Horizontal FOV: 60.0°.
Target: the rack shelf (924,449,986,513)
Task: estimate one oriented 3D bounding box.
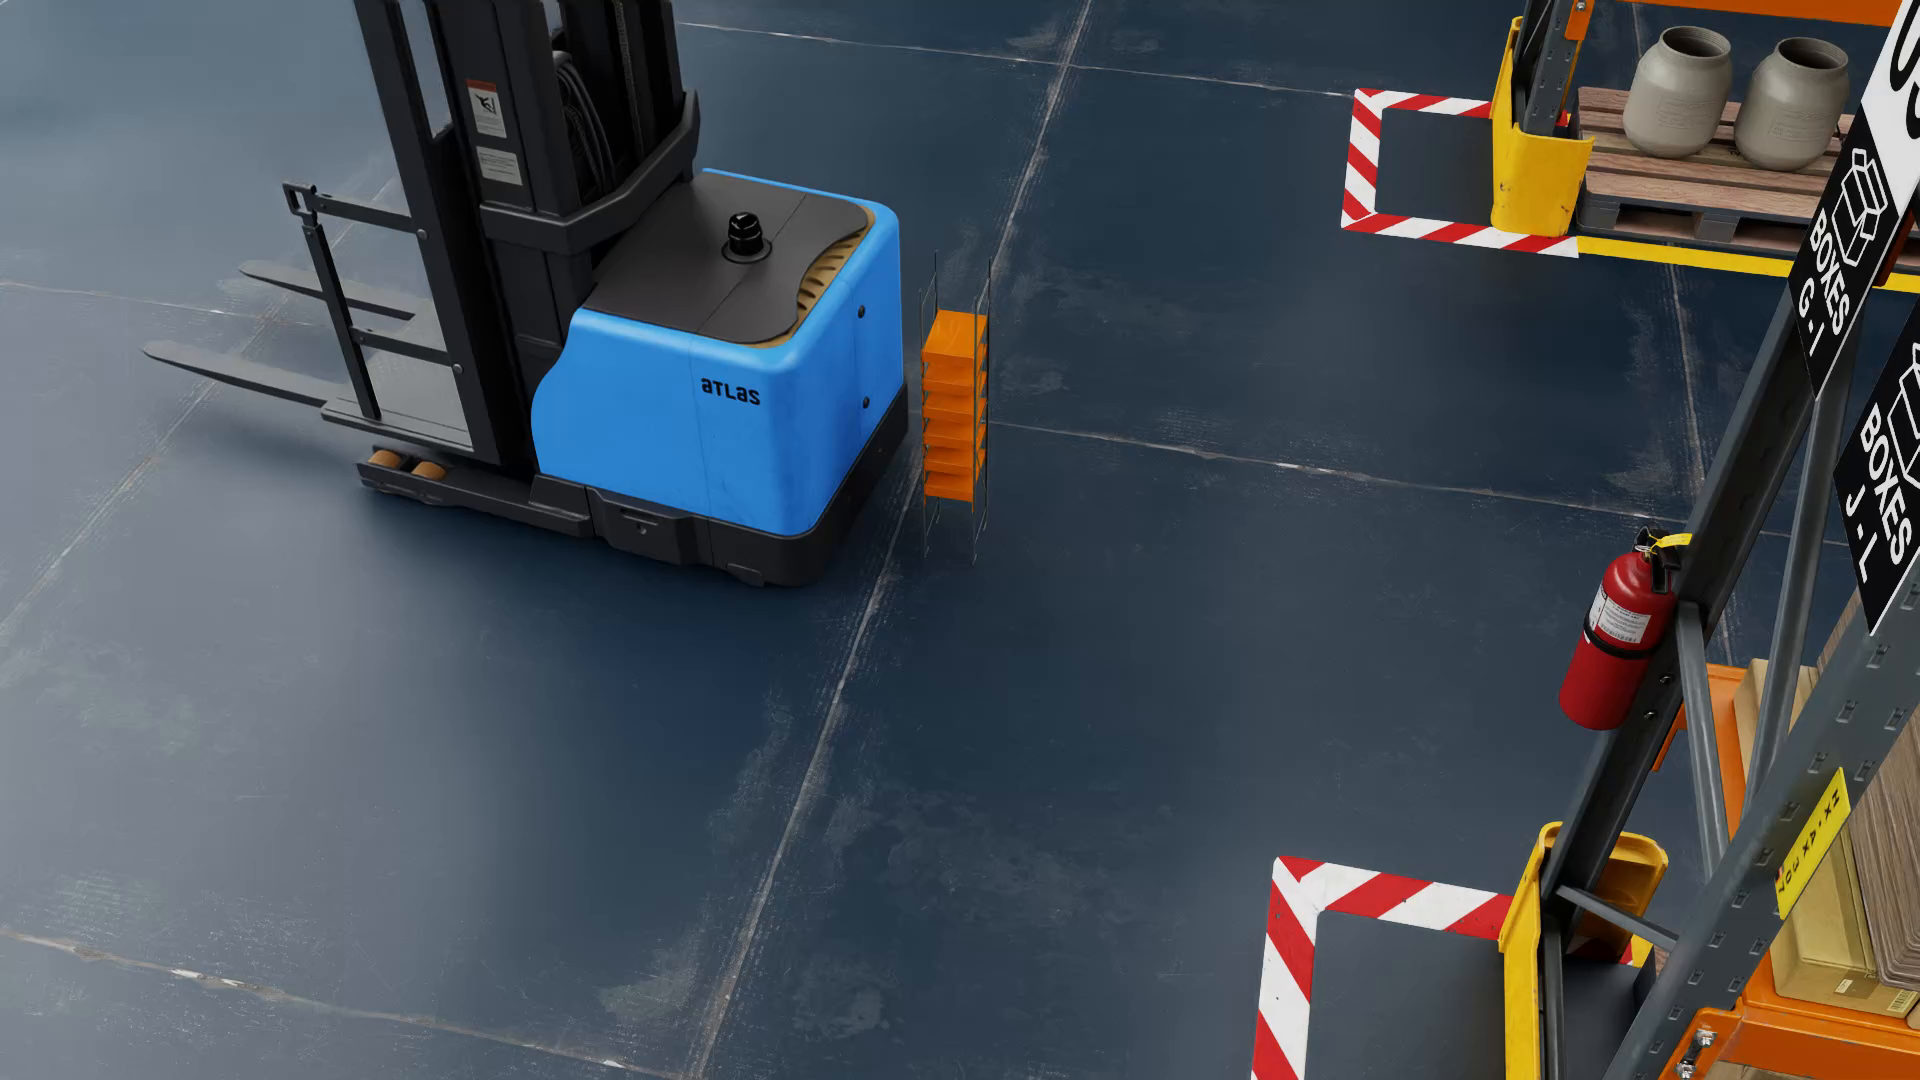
[{"bbox_3d":[-0.014,-0.230,6.033,0.180,0.103,0.258,9,45,9],"label":"rack shelf"}]

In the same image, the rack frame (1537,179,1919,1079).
[{"bbox_3d":[1.606,0.477,3.591,0.127,3.000,1.000,9,45,9],"label":"rack frame"}]

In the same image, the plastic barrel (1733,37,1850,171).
[{"bbox_3d":[3.836,-2.006,7.662,0.421,0.512,0.421,0,44,0],"label":"plastic barrel"}]

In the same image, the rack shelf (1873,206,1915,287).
[{"bbox_3d":[3.558,-0.041,2.486,4.000,0.370,1.077,9,45,9],"label":"rack shelf"}]

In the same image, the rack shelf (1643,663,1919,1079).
[{"bbox_3d":[3.558,1.039,3.526,4.000,0.370,1.077,9,45,9],"label":"rack shelf"}]

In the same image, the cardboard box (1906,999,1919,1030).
[{"bbox_3d":[2.072,0.823,3.413,0.250,0.149,0.380,9,45,9],"label":"cardboard box"}]

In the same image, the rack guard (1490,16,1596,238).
[{"bbox_3d":[2.772,-1.994,7.961,0.348,0.500,1.175,9,45,9],"label":"rack guard"}]

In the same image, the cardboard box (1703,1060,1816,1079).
[{"bbox_3d":[2.212,1.333,4.202,0.500,0.500,0.500,17,46,17],"label":"cardboard box"}]

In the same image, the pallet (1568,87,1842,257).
[{"bbox_3d":[3.564,-1.764,7.930,1.213,0.211,1.003,9,45,9],"label":"pallet"}]

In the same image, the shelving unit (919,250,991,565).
[{"bbox_3d":[-0.014,-0.434,5.836,0.189,1.200,0.258,9,45,9],"label":"shelving unit"}]

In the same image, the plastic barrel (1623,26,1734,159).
[{"bbox_3d":[3.347,-2.082,7.741,0.421,0.512,0.421,0,44,0],"label":"plastic barrel"}]

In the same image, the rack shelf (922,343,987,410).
[{"bbox_3d":[-0.014,-0.575,5.701,0.180,0.103,0.258,9,45,9],"label":"rack shelf"}]

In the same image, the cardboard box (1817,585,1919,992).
[{"bbox_3d":[2.137,0.436,3.347,0.500,0.500,0.875,9,45,9],"label":"cardboard box"}]

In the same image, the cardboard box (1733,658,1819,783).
[{"bbox_3d":[1.929,0.471,3.778,0.250,0.149,0.380,9,45,9],"label":"cardboard box"}]

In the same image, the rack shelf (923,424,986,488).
[{"bbox_3d":[-0.014,-0.316,5.950,0.180,0.103,0.258,9,45,9],"label":"rack shelf"}]

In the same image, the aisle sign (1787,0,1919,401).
[{"bbox_3d":[1.611,-0.672,2.910,0.004,0.787,0.394,9,45,9],"label":"aisle sign"}]

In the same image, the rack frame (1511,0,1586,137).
[{"bbox_3d":[2.688,-2.875,7.073,0.127,3.000,1.000,9,45,9],"label":"rack frame"}]

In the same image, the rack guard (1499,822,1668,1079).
[{"bbox_3d":[1.680,1.389,4.446,0.348,0.500,1.175,9,45,9],"label":"rack guard"}]

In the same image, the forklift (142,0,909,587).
[{"bbox_3d":[-1.776,-1.518,5.714,3.031,2.935,1.130,14,46,14],"label":"forklift"}]

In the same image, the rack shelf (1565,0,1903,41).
[{"bbox_3d":[4.639,-2.313,7.008,4.000,0.370,1.077,9,45,9],"label":"rack shelf"}]

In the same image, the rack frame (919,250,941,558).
[{"bbox_3d":[-0.103,-0.448,5.851,0.006,1.200,0.240,9,45,9],"label":"rack frame"}]

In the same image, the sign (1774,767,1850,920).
[{"bbox_3d":[1.488,0.533,2.909,0.005,0.325,0.100,9,45,9],"label":"sign"}]

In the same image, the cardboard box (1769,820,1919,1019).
[{"bbox_3d":[1.832,0.772,3.466,0.250,0.149,0.380,9,45,9],"label":"cardboard box"}]

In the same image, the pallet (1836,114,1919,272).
[{"bbox_3d":[4.751,-1.577,7.737,1.213,0.211,1.003,9,45,9],"label":"pallet"}]

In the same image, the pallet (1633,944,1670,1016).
[{"bbox_3d":[2.465,1.640,4.393,1.213,0.211,1.003,9,45,9],"label":"pallet"}]

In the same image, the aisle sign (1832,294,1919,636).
[{"bbox_3d":[1.480,-0.266,2.488,0.004,0.787,0.394,9,45,9],"label":"aisle sign"}]

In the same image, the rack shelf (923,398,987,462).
[{"bbox_3d":[-0.014,-0.402,5.867,0.180,0.103,0.258,9,45,9],"label":"rack shelf"}]

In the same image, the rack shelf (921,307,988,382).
[{"bbox_3d":[-0.014,-0.662,5.617,0.180,0.103,0.258,9,45,9],"label":"rack shelf"}]

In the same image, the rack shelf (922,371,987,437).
[{"bbox_3d":[-0.014,-0.489,5.784,0.180,0.103,0.258,9,45,9],"label":"rack shelf"}]

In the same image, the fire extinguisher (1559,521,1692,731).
[{"bbox_3d":[1.595,0.176,3.960,0.183,0.674,0.296,9,45,9],"label":"fire extinguisher"}]

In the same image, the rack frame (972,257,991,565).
[{"bbox_3d":[0.075,-0.421,5.822,0.006,1.200,0.240,9,45,9],"label":"rack frame"}]
